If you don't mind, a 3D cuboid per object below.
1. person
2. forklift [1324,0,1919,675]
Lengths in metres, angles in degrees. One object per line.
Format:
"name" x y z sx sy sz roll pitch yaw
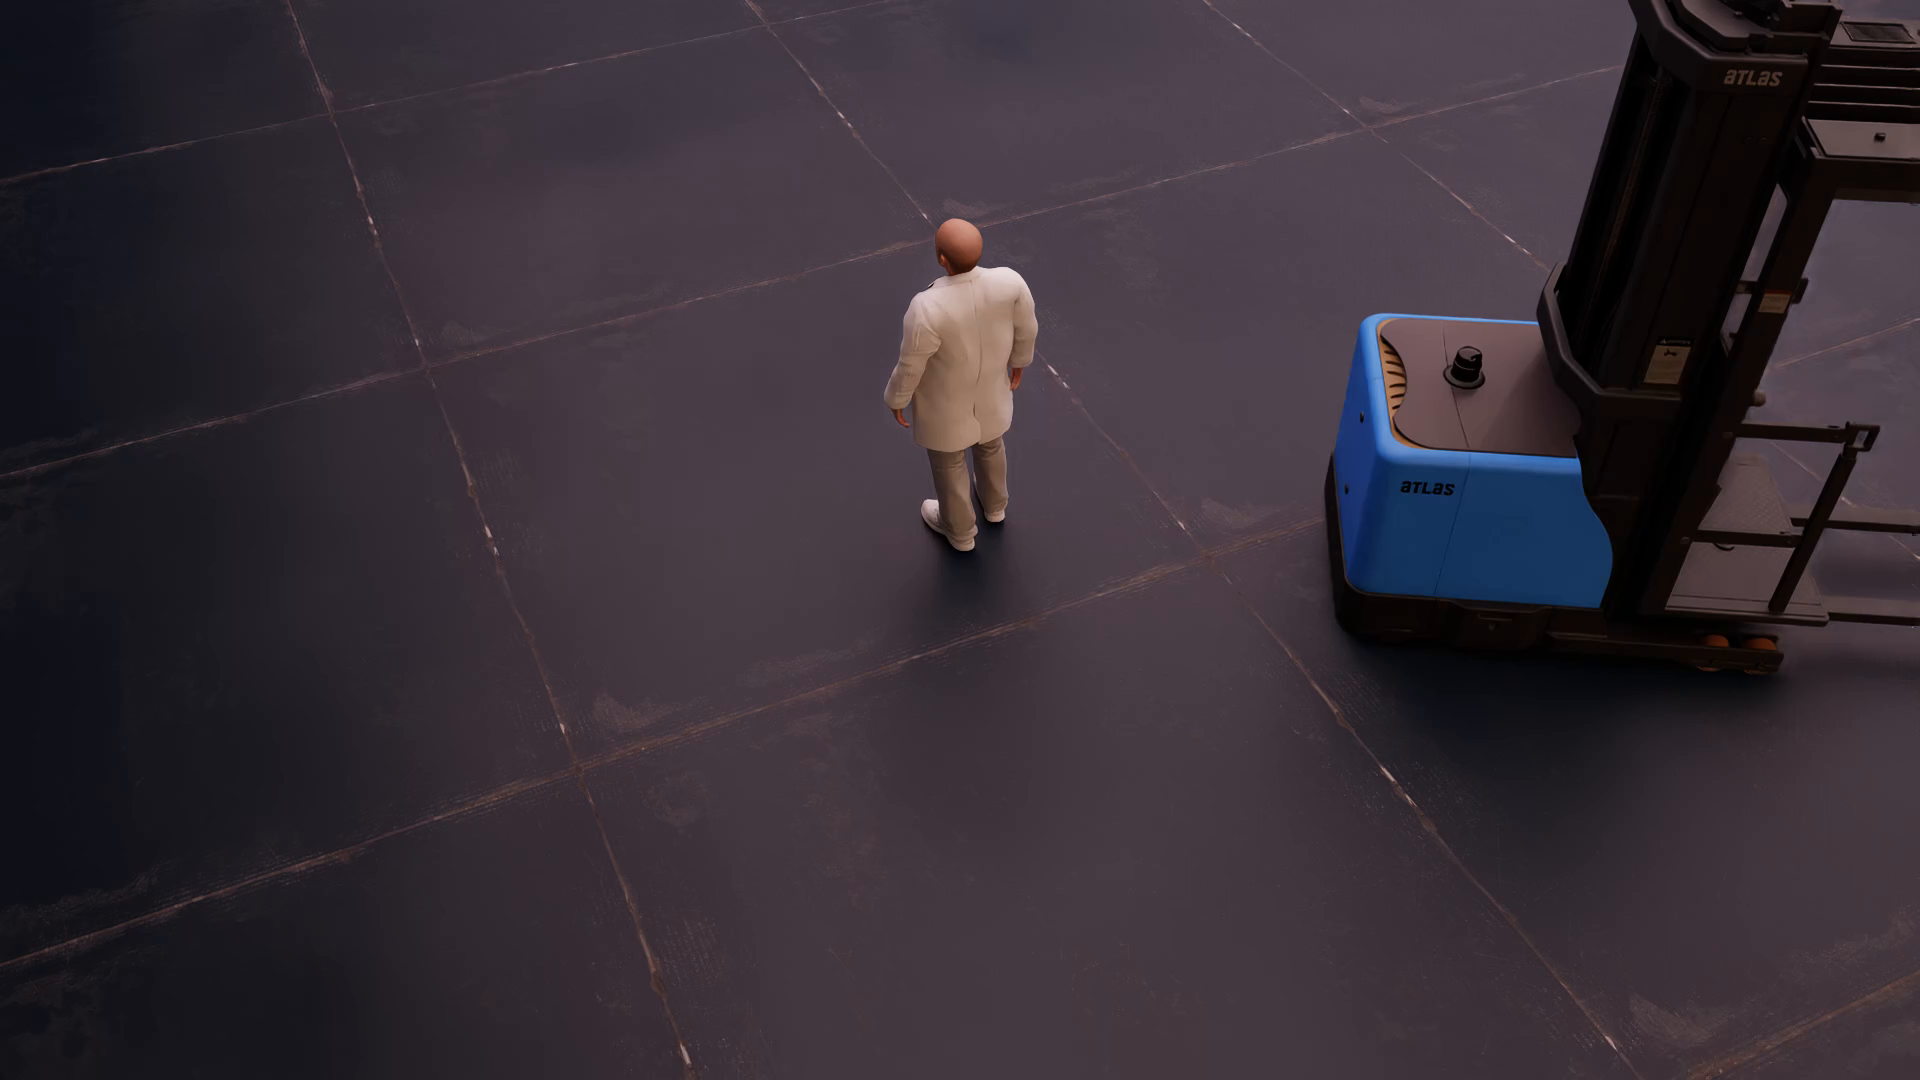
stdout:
"person" -0.035 -0.713 7.279 0.696 1.777 0.578 -18 46 -18
"forklift" 3.214 -0.871 6.613 3.031 2.935 1.130 4 43 4
